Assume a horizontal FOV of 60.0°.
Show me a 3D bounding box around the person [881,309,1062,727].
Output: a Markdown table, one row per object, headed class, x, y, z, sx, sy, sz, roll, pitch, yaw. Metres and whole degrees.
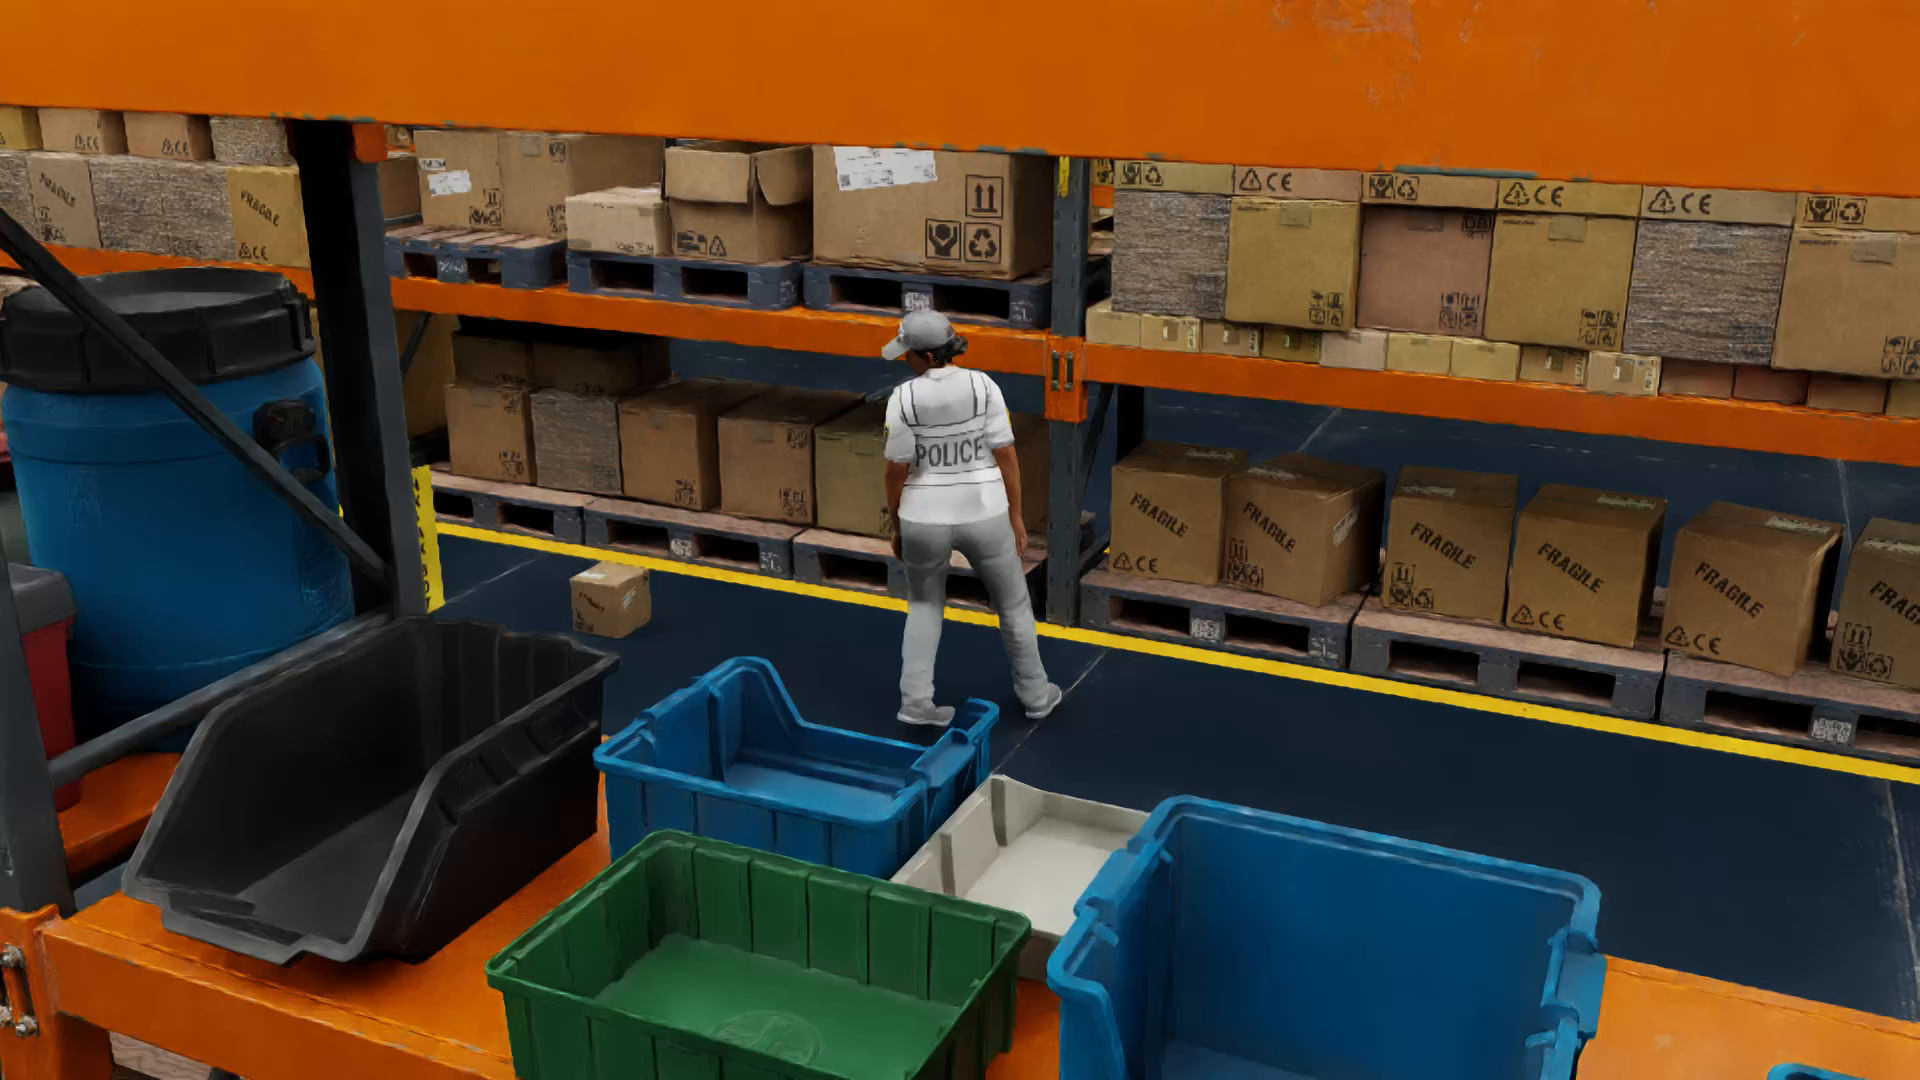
| class | x | y | z | sx | sy | sz | roll | pitch | yaw |
| --- | --- | --- | --- | --- | --- | --- | --- | --- | --- |
| person | 0.059 | -0.071 | 6.308 | 0.695 | 1.639 | 0.437 | 1 | 19 | 2 |
